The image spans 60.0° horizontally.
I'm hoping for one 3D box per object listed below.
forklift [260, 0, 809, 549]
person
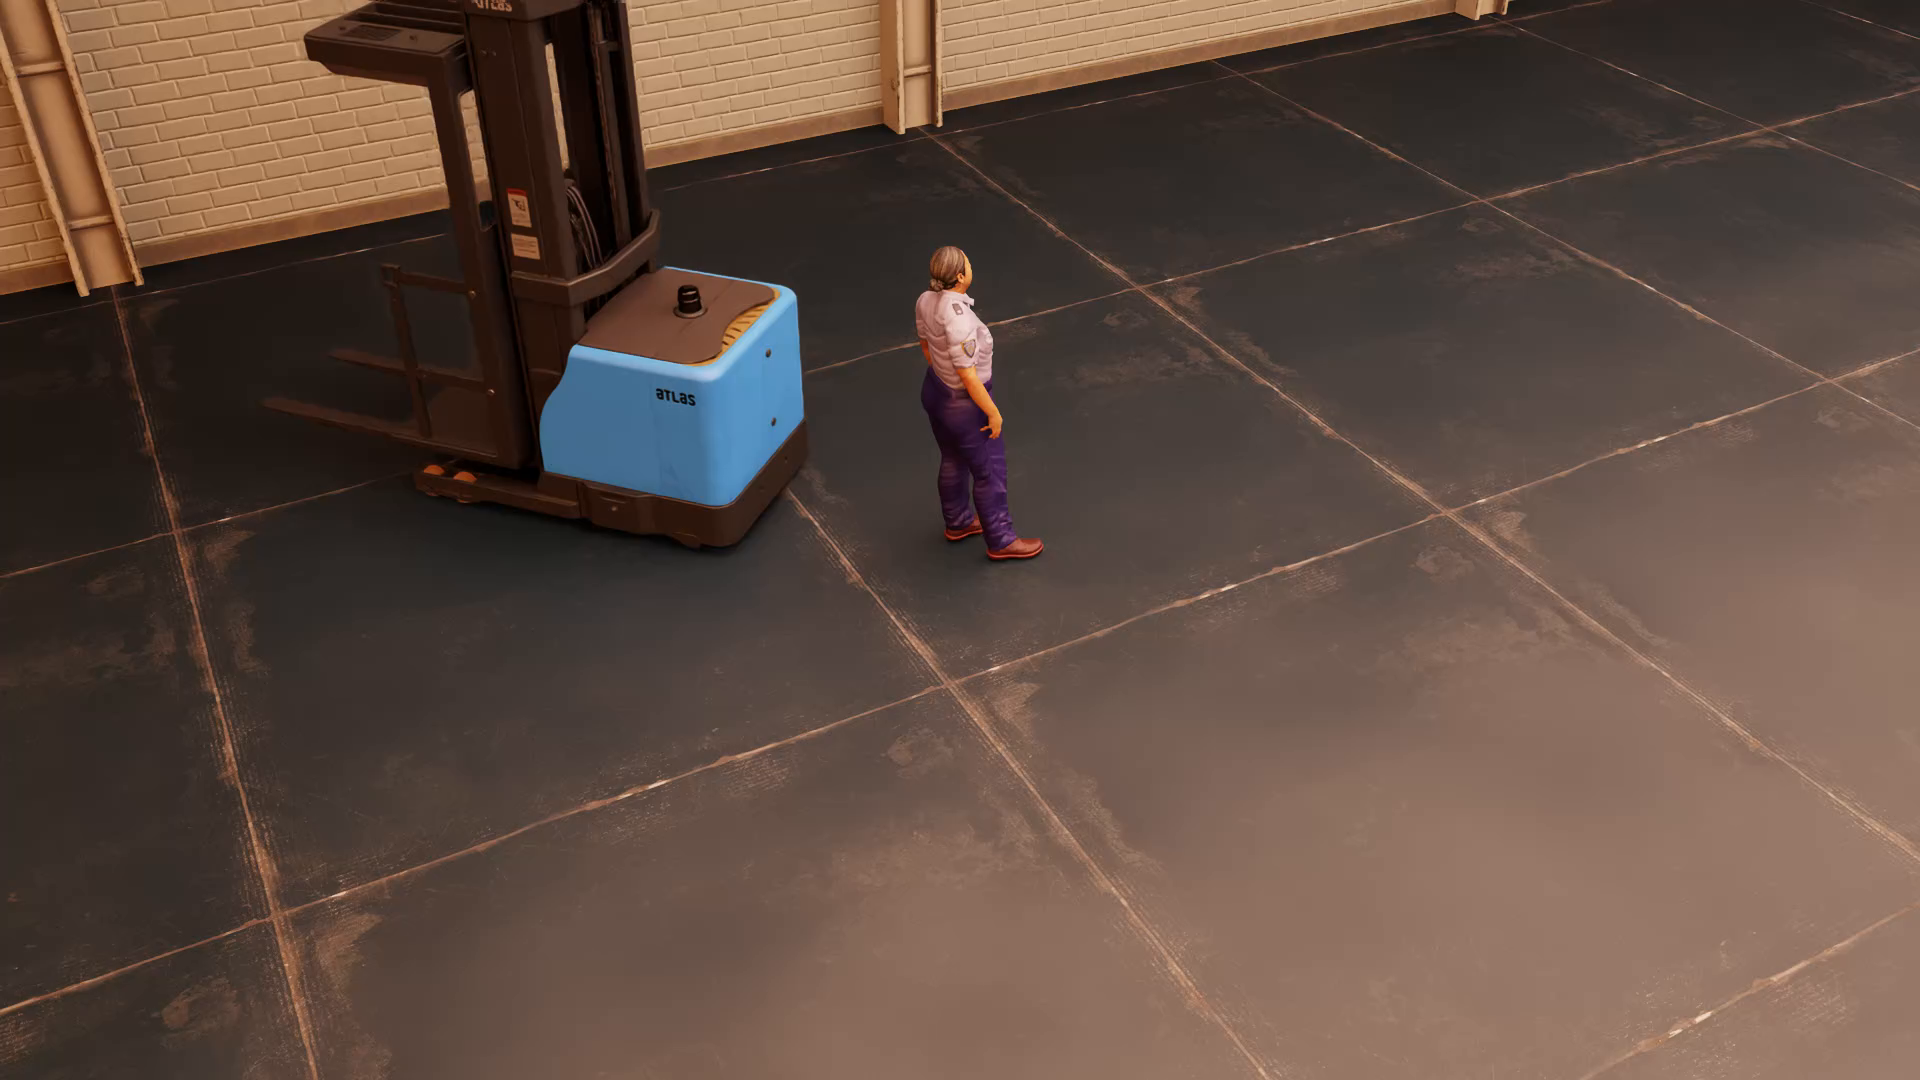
[{"bbox_3d":[-2.409,-1.668,8.483,3.031,2.935,1.130,12,37,16],"label":"forklift"},{"bbox_3d":[0.090,-0.692,8.200,0.502,1.651,0.598,-17,39,-23],"label":"person"}]
